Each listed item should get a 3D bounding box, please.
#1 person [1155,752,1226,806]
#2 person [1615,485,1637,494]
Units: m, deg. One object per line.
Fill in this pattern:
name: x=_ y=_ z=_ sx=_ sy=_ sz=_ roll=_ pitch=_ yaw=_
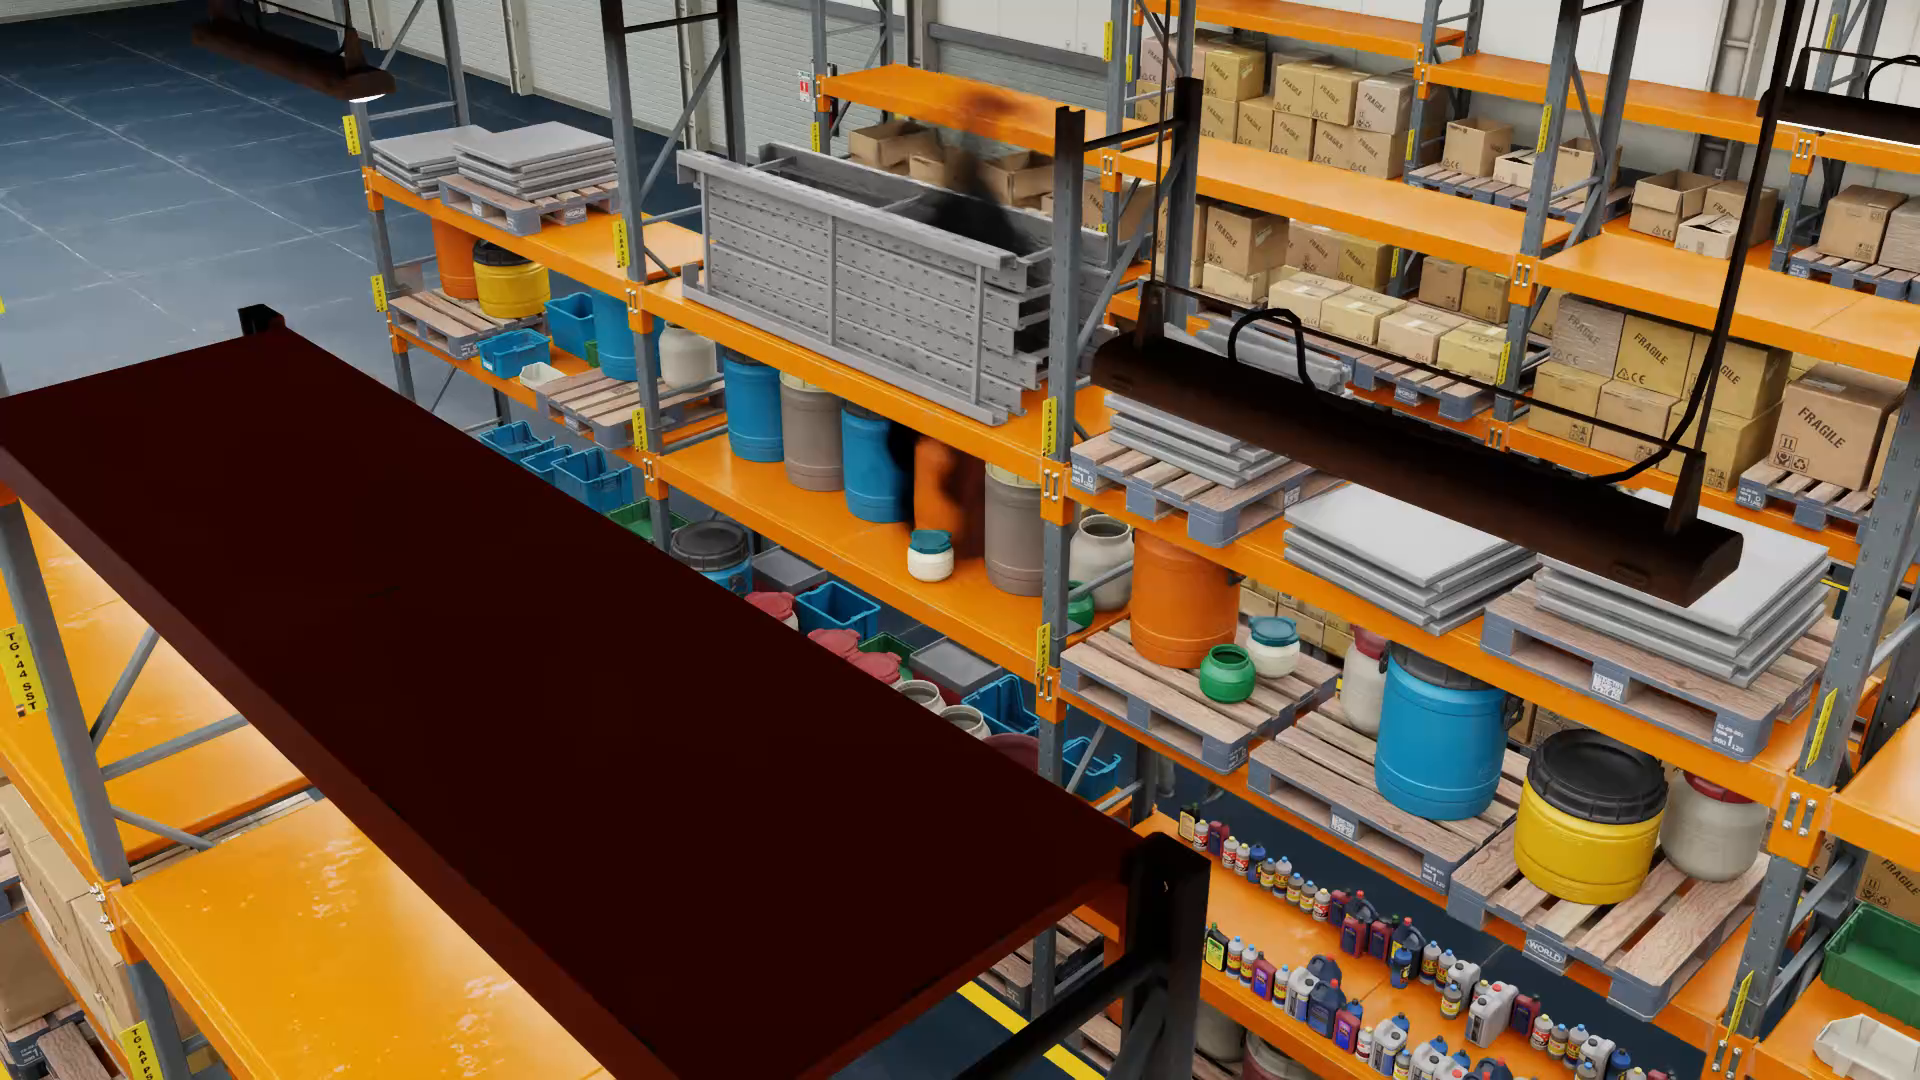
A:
person: x=1.660 y=1.194 z=12.200 sx=0.720 sy=1.786 sz=0.674 roll=23 pitch=36 yaw=36
person: x=6.172 y=-0.154 z=15.437 sx=0.531 sy=1.628 sz=0.599 roll=22 pitch=35 yaw=35
